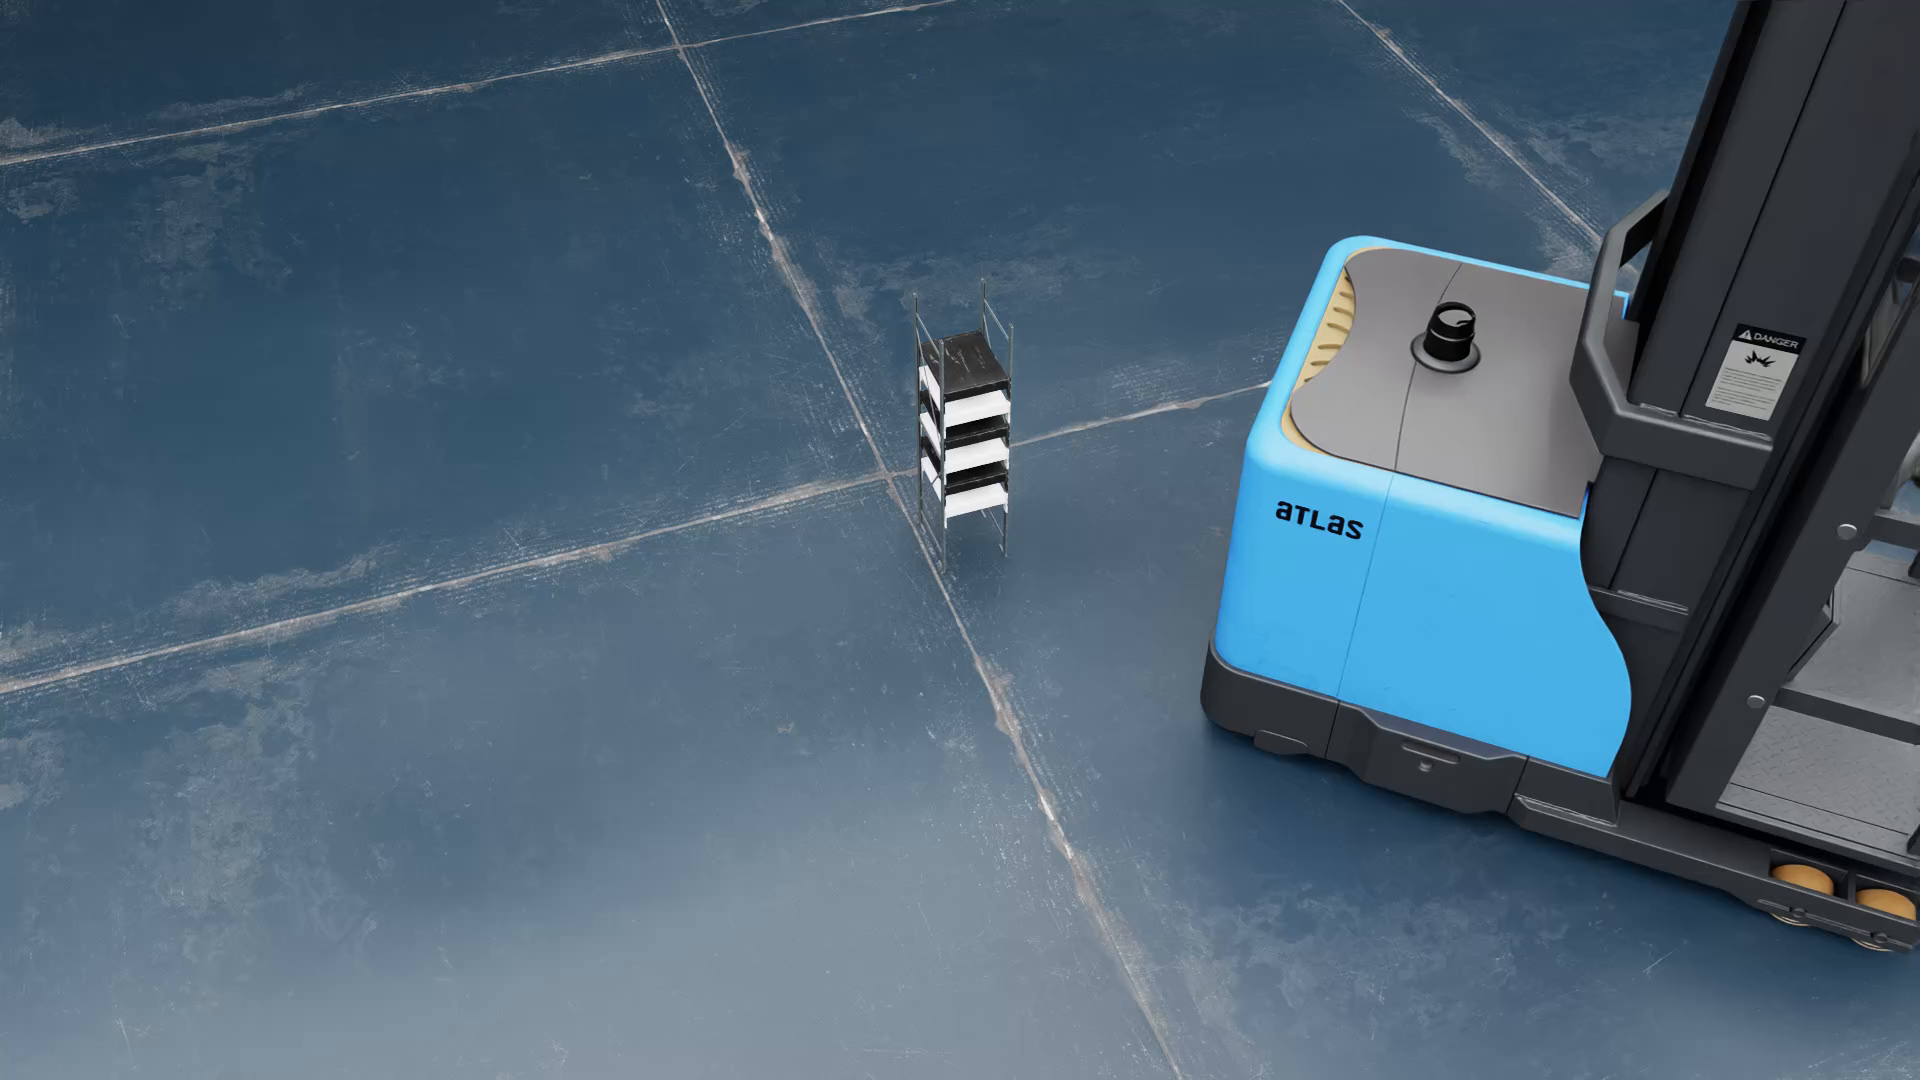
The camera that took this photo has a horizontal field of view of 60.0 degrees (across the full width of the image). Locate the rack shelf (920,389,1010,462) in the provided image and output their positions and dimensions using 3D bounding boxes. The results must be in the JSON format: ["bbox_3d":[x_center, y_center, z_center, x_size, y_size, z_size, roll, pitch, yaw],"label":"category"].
[{"bbox_3d":[0.008,-0.360,4.893,0.200,0.077,0.258,-14,47,-14],"label":"rack shelf"}]

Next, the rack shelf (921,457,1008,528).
[{"bbox_3d":[0.008,-0.169,5.084,0.200,0.077,0.258,-14,47,-14],"label":"rack shelf"}]

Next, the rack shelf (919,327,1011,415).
[{"bbox_3d":[0.008,-0.487,4.766,0.200,0.077,0.258,-14,47,-14],"label":"rack shelf"}]

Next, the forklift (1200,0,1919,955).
[{"bbox_3d":[2.247,-0.426,3.605,3.031,2.935,1.130,16,47,15],"label":"forklift"}]

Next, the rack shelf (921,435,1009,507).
[{"bbox_3d":[0.008,-0.233,5.021,0.200,0.077,0.258,-14,47,-14],"label":"rack shelf"}]

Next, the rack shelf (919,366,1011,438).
[{"bbox_3d":[0.008,-0.423,4.829,0.200,0.077,0.258,-14,47,-14],"label":"rack shelf"}]

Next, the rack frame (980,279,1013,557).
[{"bbox_3d":[0.103,-0.344,4.958,0.006,0.900,0.240,-14,47,-14],"label":"rack frame"}]

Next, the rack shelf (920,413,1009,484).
[{"bbox_3d":[0.008,-0.296,4.957,0.200,0.077,0.258,-14,47,-14],"label":"rack shelf"}]

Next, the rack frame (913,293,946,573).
[{"bbox_3d":[-0.088,-0.295,4.909,0.006,0.900,0.240,-14,47,-14],"label":"rack frame"}]

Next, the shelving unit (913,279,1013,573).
[{"bbox_3d":[0.008,-0.320,4.933,0.210,0.900,0.258,-14,47,-14],"label":"shelving unit"}]
